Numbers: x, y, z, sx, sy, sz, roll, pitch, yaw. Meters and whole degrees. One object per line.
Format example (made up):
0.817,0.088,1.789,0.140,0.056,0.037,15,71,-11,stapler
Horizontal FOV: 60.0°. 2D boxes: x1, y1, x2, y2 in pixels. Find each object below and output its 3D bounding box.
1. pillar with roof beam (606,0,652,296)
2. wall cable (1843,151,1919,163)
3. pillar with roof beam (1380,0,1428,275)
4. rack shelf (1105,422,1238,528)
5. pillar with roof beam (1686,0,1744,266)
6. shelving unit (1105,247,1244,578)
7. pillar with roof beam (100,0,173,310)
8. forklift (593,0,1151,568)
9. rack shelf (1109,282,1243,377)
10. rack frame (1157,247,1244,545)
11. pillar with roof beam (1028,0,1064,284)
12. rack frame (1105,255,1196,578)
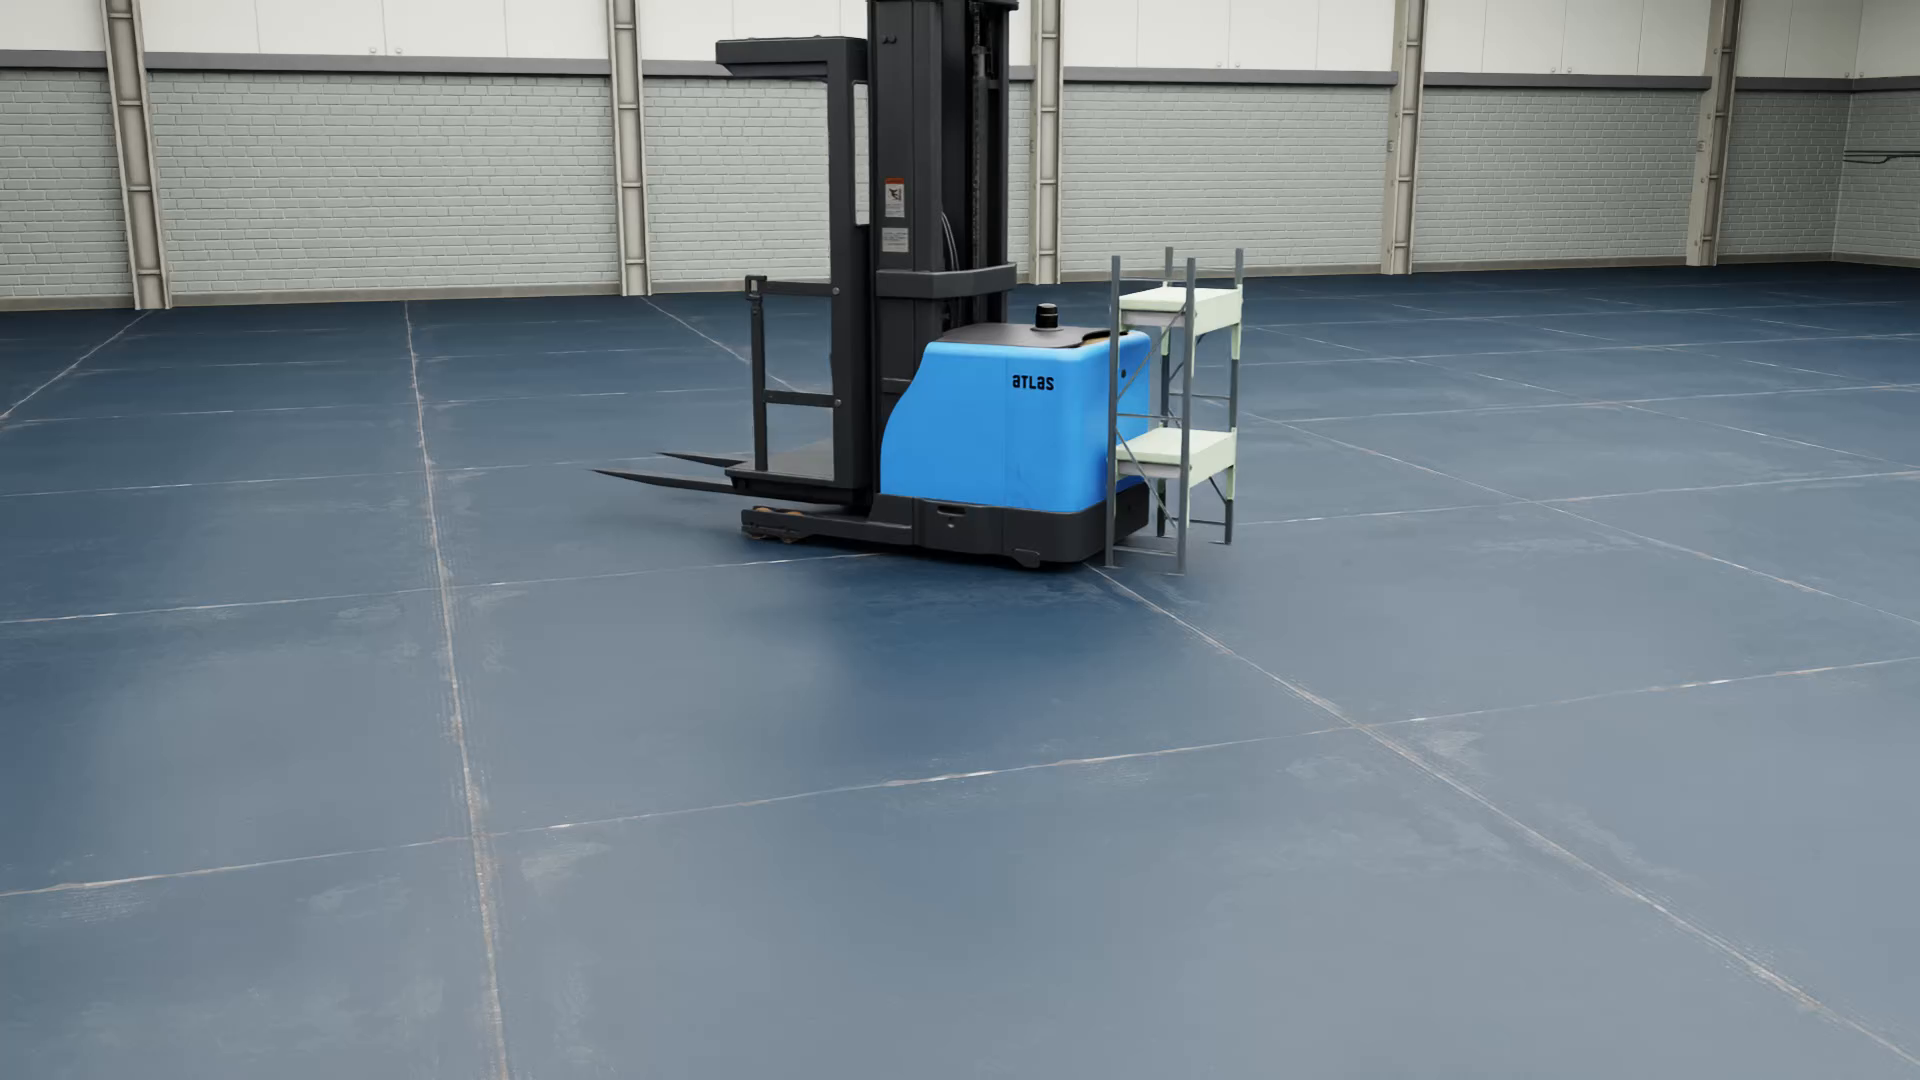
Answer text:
-3.066,-6.791,17.745,0.400,9.000,9.100,-4,14,-18,pillar with roof beam
15.835,-7.480,27.354,0.112,2.526,3.097,-4,14,-18,wall cable
8.307,-7.676,21.468,0.400,9.000,9.100,-4,14,-18,pillar with roof beam
1.052,-0.333,8.209,0.431,0.370,0.720,7,15,26,rack shelf
13.994,-8.119,23.330,0.400,9.000,9.100,-4,14,-18,pillar with roof beam
1.052,-0.650,8.133,0.431,1.500,0.755,7,15,26,shelving unit
-8.753,-6.348,15.883,0.400,9.000,9.100,-4,14,-18,pillar with roof beam
-0.562,-1.508,8.650,3.031,2.935,1.130,7,15,27,forklift
1.052,-1.029,8.043,0.431,0.370,0.720,7,15,26,rack shelf
1.215,-0.726,8.452,0.400,1.500,0.023,7,15,26,rack frame
2.621,-7.233,19.607,0.400,9.000,9.100,-4,14,-18,pillar with roof beam
0.888,-0.574,7.815,0.400,1.500,0.023,7,15,26,rack frame
